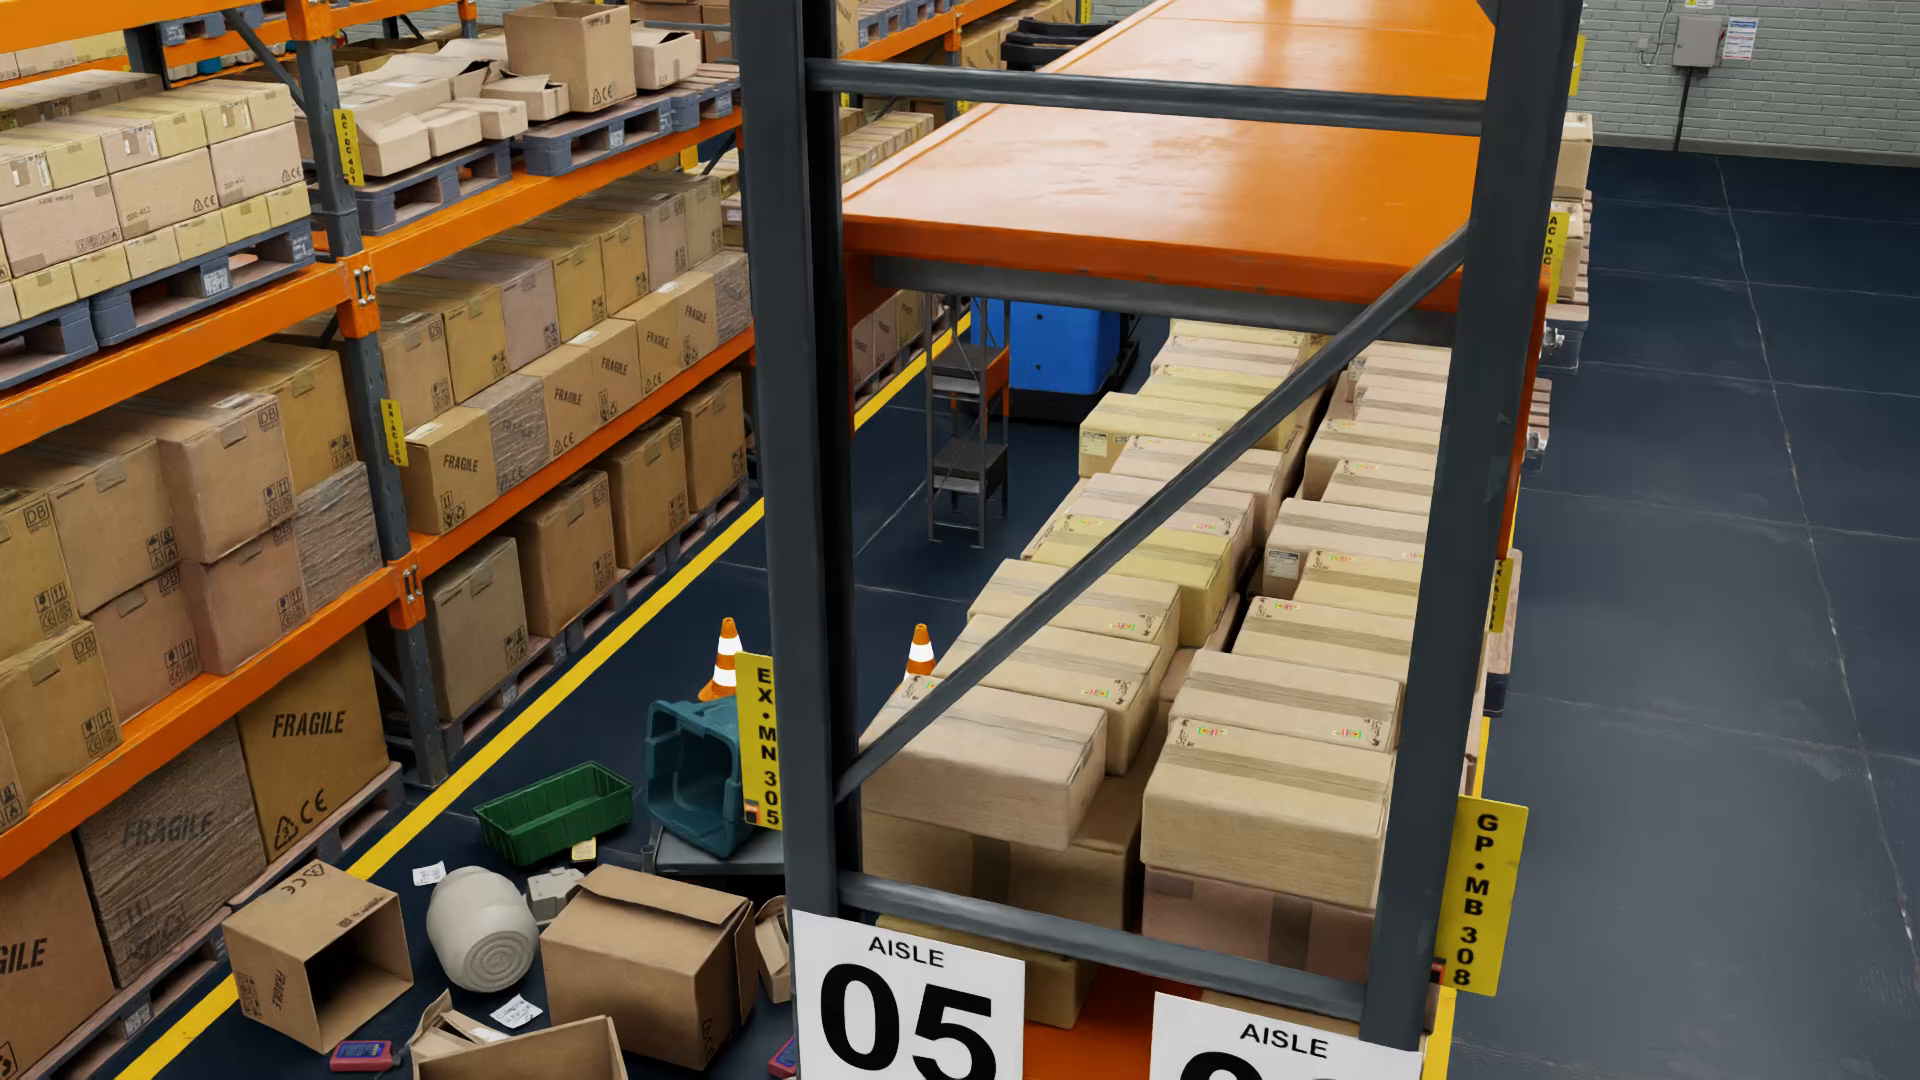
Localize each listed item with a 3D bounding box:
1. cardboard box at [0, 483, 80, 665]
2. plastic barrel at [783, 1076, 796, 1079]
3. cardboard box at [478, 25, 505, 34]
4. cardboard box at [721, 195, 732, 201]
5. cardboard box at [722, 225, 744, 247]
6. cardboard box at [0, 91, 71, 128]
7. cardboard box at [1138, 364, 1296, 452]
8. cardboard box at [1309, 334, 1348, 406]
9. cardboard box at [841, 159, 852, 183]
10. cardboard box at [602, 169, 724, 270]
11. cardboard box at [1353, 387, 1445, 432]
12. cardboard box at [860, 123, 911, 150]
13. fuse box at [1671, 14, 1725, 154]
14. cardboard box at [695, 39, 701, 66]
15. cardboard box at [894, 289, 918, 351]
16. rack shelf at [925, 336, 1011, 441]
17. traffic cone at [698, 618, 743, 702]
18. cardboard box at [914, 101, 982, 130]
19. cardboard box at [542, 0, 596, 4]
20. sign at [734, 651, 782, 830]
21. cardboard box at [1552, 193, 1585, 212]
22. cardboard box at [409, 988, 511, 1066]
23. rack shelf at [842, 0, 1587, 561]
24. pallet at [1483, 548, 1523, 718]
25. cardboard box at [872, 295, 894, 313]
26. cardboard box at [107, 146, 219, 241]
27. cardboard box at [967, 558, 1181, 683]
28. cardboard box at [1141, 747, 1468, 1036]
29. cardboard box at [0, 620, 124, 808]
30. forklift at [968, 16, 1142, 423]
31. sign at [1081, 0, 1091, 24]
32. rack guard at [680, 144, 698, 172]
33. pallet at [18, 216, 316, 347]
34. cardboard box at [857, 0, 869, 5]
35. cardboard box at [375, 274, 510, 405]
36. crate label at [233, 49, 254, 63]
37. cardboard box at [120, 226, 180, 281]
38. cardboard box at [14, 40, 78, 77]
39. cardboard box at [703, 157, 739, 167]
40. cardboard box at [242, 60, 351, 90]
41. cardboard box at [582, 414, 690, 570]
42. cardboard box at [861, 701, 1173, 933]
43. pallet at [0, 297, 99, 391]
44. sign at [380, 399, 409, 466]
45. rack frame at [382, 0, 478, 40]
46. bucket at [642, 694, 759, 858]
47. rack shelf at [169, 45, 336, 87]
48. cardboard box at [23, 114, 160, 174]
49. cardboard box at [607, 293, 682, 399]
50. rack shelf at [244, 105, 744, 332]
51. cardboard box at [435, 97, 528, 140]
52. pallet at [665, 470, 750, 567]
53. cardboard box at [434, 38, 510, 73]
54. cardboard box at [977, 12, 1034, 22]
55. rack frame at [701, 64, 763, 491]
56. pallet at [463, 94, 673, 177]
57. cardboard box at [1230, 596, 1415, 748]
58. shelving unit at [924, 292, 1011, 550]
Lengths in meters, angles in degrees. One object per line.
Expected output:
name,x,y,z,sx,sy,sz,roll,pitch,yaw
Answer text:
cardboard box,-3.869,0.102,6.185,0.875,0.550,0.500,9,27,17
plastic barrel,-0.532,2.257,6.103,0.421,0.421,0.512,-14,29,-27
cardboard box,-4.571,-4.968,17.039,0.500,0.500,0.500,9,27,17
cardboard box,-1.923,-2.496,12.427,0.380,0.149,0.250,9,27,19
cardboard box,-1.480,-2.178,11.771,0.380,0.149,0.250,10,28,20
cardboard box,-3.772,-1.675,6.602,0.380,0.149,0.250,8,27,17
cardboard box,0.688,-0.341,4.444,0.380,0.149,0.250,9,27,18
cardboard box,0.972,-0.540,5.313,0.500,0.250,0.500,9,27,17
cardboard box,-1.058,-2.844,12.806,0.380,0.149,0.250,10,27,19
cardboard box,-1.989,-2.110,10.904,0.700,0.500,0.500,9,27,17
cardboard box,1.214,-0.261,4.279,0.380,0.149,0.250,9,27,18
cardboard box,-0.625,-3.376,13.905,0.380,0.149,0.250,8,27,16
fuse box,9.320,-5.786,21.236,0.539,1.711,0.414,9,27,17
cardboard box,-1.822,-2.999,10.232,0.380,0.166,0.250,9,27,17
cardboard box,-0.679,-1.955,14.231,0.500,0.500,0.500,8,27,16
rack shelf,0.055,-1.001,10.939,0.431,0.518,0.480,9,27,17
traffic cone,-1.291,0.655,9.366,0.336,0.463,0.334,9,27,17
cardboard box,-0.097,-3.788,15.175,0.500,0.500,0.500,8,27,16
cardboard box,-4.393,-5.887,18.937,0.500,0.500,0.500,8,27,16
sign,-0.308,0.328,2.672,0.100,0.325,0.005,9,27,17
cardboard box,2.280,-1.340,6.824,0.500,0.250,0.500,8,27,17
cardboard box,-1.997,2.049,6.712,0.396,0.266,0.258,14,29,26
rack shelf,0.874,-1.031,3.883,1.077,0.370,4.000,9,27,17
pallet,1.931,0.315,7.377,1.003,0.211,1.213,9,27,17
cardboard box,-0.855,-2.072,13.614,0.500,0.250,0.500,8,27,15
cardboard box,-3.252,-1.358,6.404,0.500,0.250,0.500,9,27,17
cardboard box,0.233,0.180,3.368,0.380,0.149,0.250,8,27,17
cardboard box,0.627,0.581,2.996,0.500,0.250,0.500,8,27,17
cardboard box,-3.807,0.598,6.401,0.875,0.550,0.500,9,27,17
forklift,0.942,-2.847,13.767,1.130,2.935,3.031,7,27,14
sign,1.348,-5.661,17.808,0.100,0.325,0.005,9,27,17
rack guard,-3.804,-4.732,20.449,1.175,0.500,0.348,9,27,17
pallet,-3.444,-1.130,6.802,1.003,0.211,1.213,9,27,17
cardboard box,-1.137,-4.412,12.878,0.797,0.503,0.637,8,27,17
cardboard box,-2.833,-1.066,8.748,0.700,0.500,0.500,8,27,17
crate label,-8.763,-5.877,20.180,0.396,0.136,0.243,9,27,17
cardboard box,-3.235,-1.114,6.359,0.380,0.149,0.250,9,27,18
cardboard box,-6.554,-3.405,11.570,0.500,0.250,0.500,9,27,17
cardboard box,-1.756,-2.829,12.774,0.380,0.149,0.250,9,27,17
cardboard box,-5.779,-3.898,14.592,0.797,0.503,0.637,10,27,19
cardboard box,-2.406,-0.378,10.688,1.050,0.750,0.750,9,27,18
cardboard box,0.125,0.500,3.165,0.500,0.250,0.500,8,27,17
pallet,-3.851,-0.630,5.770,1.003,0.211,1.213,9,27,17
sign,-2.638,-0.500,7.756,0.100,0.325,0.005,9,27,17
rack frame,-5.143,-4.203,16.489,1.000,3.000,0.127,9,27,17
bucket,-1.033,1.025,7.703,0.726,0.611,0.620,20,22,35
rack shelf,-9.148,-5.419,19.826,1.077,0.370,4.000,9,27,17
cardboard box,-3.235,-1.478,6.196,0.380,0.149,0.250,9,27,18
cardboard box,-2.061,-1.209,10.190,0.500,0.500,0.500,8,27,17
rack shelf,-2.496,-2.003,9.328,1.077,0.370,4.000,9,27,17
cardboard box,-2.450,-2.164,8.526,0.380,0.149,0.250,9,27,17
pallet,-2.164,-0.230,11.483,1.003,0.211,1.213,9,27,17
cardboard box,-2.616,-2.660,9.365,0.500,0.311,0.500,8,27,17
cardboard box,0.408,-4.850,16.221,0.500,0.500,0.500,8,27,16
rack frame,-1.831,-1.798,11.522,1.000,3.000,0.127,9,27,17
pallet,-2.364,-2.331,9.397,1.003,0.211,1.213,10,28,20
cardboard box,0.730,0.254,3.216,0.380,0.149,0.250,9,27,17
shelving unit,0.055,-1.013,10.933,0.431,2.100,0.503,9,27,17
